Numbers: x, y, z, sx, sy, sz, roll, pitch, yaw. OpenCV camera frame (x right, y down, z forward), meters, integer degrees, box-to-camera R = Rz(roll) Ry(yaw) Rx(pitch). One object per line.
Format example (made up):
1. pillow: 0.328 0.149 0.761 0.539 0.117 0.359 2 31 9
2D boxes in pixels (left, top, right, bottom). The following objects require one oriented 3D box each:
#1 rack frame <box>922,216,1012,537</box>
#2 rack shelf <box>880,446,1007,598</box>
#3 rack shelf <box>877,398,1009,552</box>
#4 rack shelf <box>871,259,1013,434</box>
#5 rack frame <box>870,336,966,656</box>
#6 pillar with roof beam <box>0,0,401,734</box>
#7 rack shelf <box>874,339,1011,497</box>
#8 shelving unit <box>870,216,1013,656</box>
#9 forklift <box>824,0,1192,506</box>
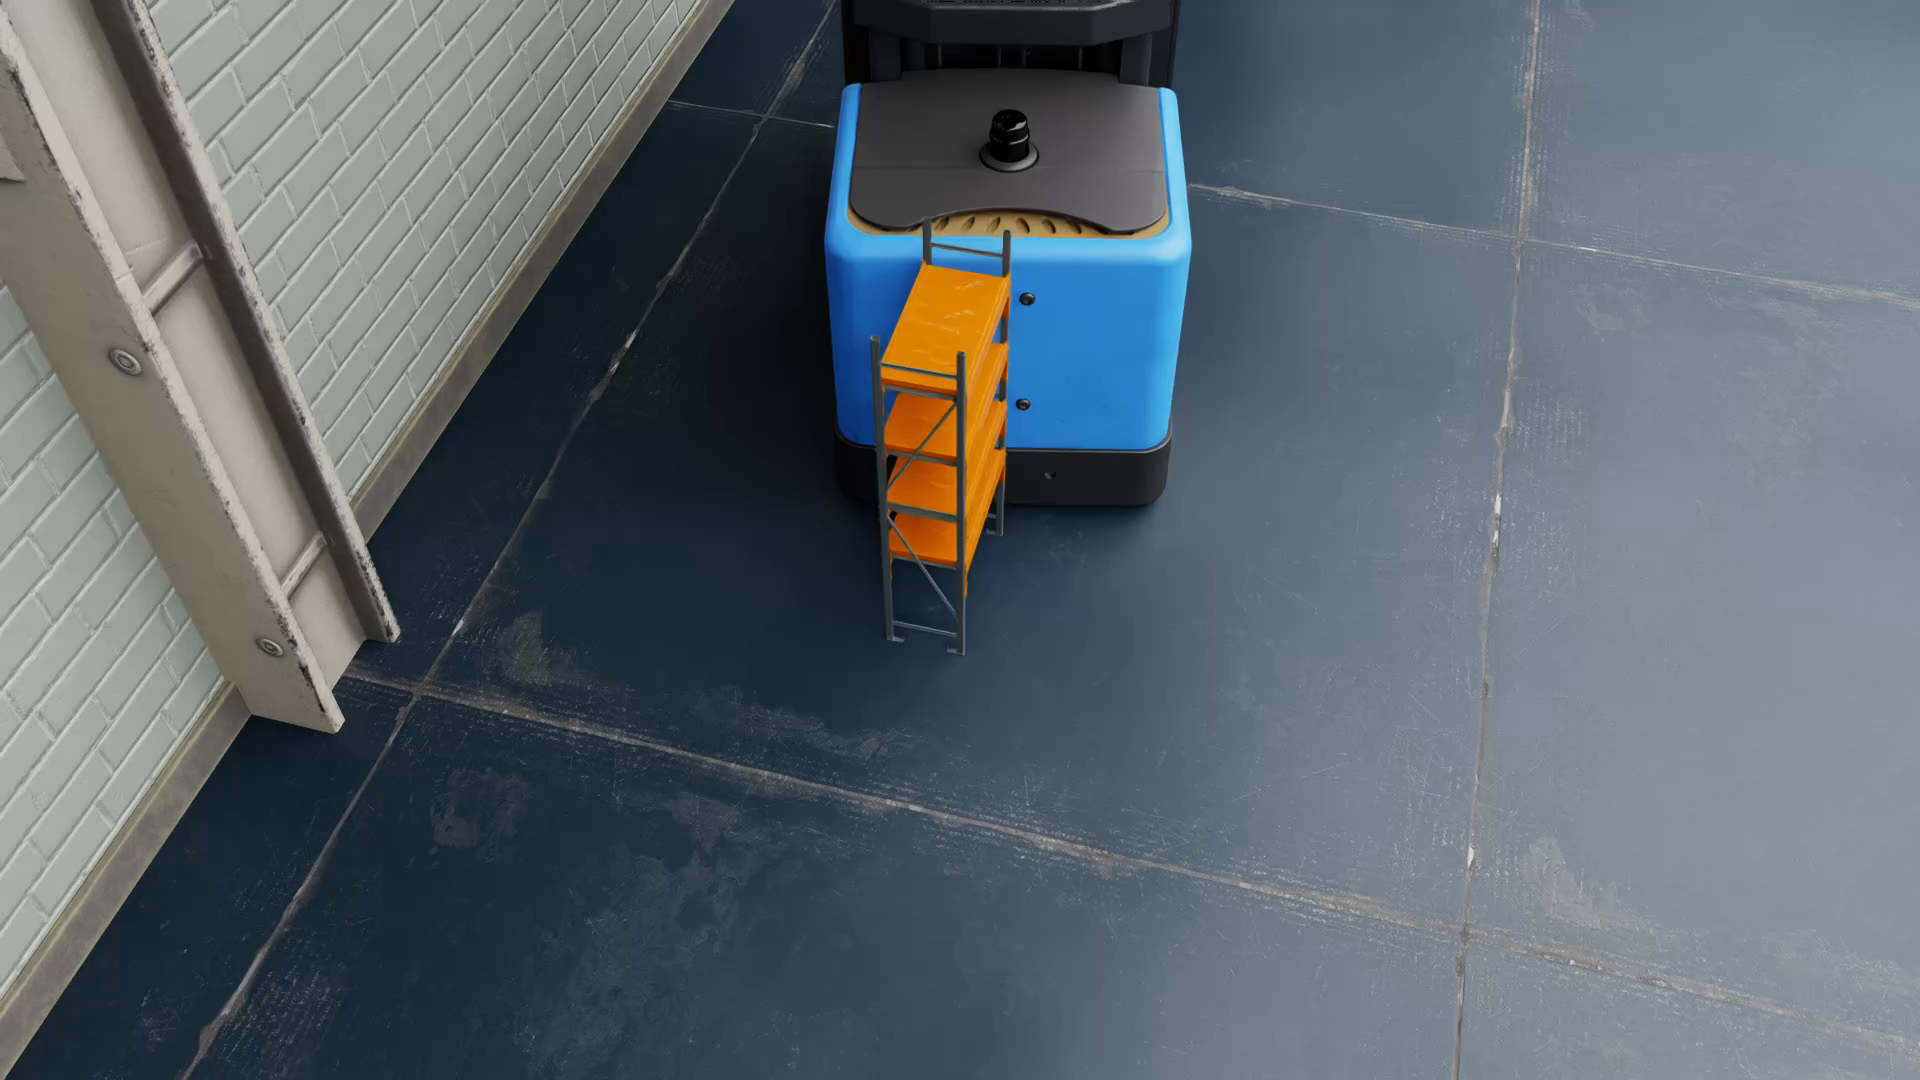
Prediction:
1. rack frame: 0.018 -0.433 4.832 0.240 1.200 0.015 11 49 9
2. rack shelf: -0.042 -0.080 4.875 0.258 0.148 0.480 11 49 9
3. rack shelf: -0.042 -0.212 4.726 0.258 0.148 0.480 11 49 9
4. rack shelf: -0.042 -0.516 4.381 0.258 0.148 0.480 11 49 9
5. rack frame: -0.103 -0.079 4.519 0.240 1.200 0.015 11 49 9
6. pillar with roof beam: 2.270 -1.747 0.790 9.100 9.000 0.400 12 50 10
7. rack shelf: -0.042 -0.360 4.559 0.258 0.148 0.480 11 49 9
8. shelving unit: -0.042 -0.256 4.676 0.258 1.200 0.503 11 49 9
9. forklift: 0.168 -2.173 5.213 1.130 2.935 3.031 1 49 1
